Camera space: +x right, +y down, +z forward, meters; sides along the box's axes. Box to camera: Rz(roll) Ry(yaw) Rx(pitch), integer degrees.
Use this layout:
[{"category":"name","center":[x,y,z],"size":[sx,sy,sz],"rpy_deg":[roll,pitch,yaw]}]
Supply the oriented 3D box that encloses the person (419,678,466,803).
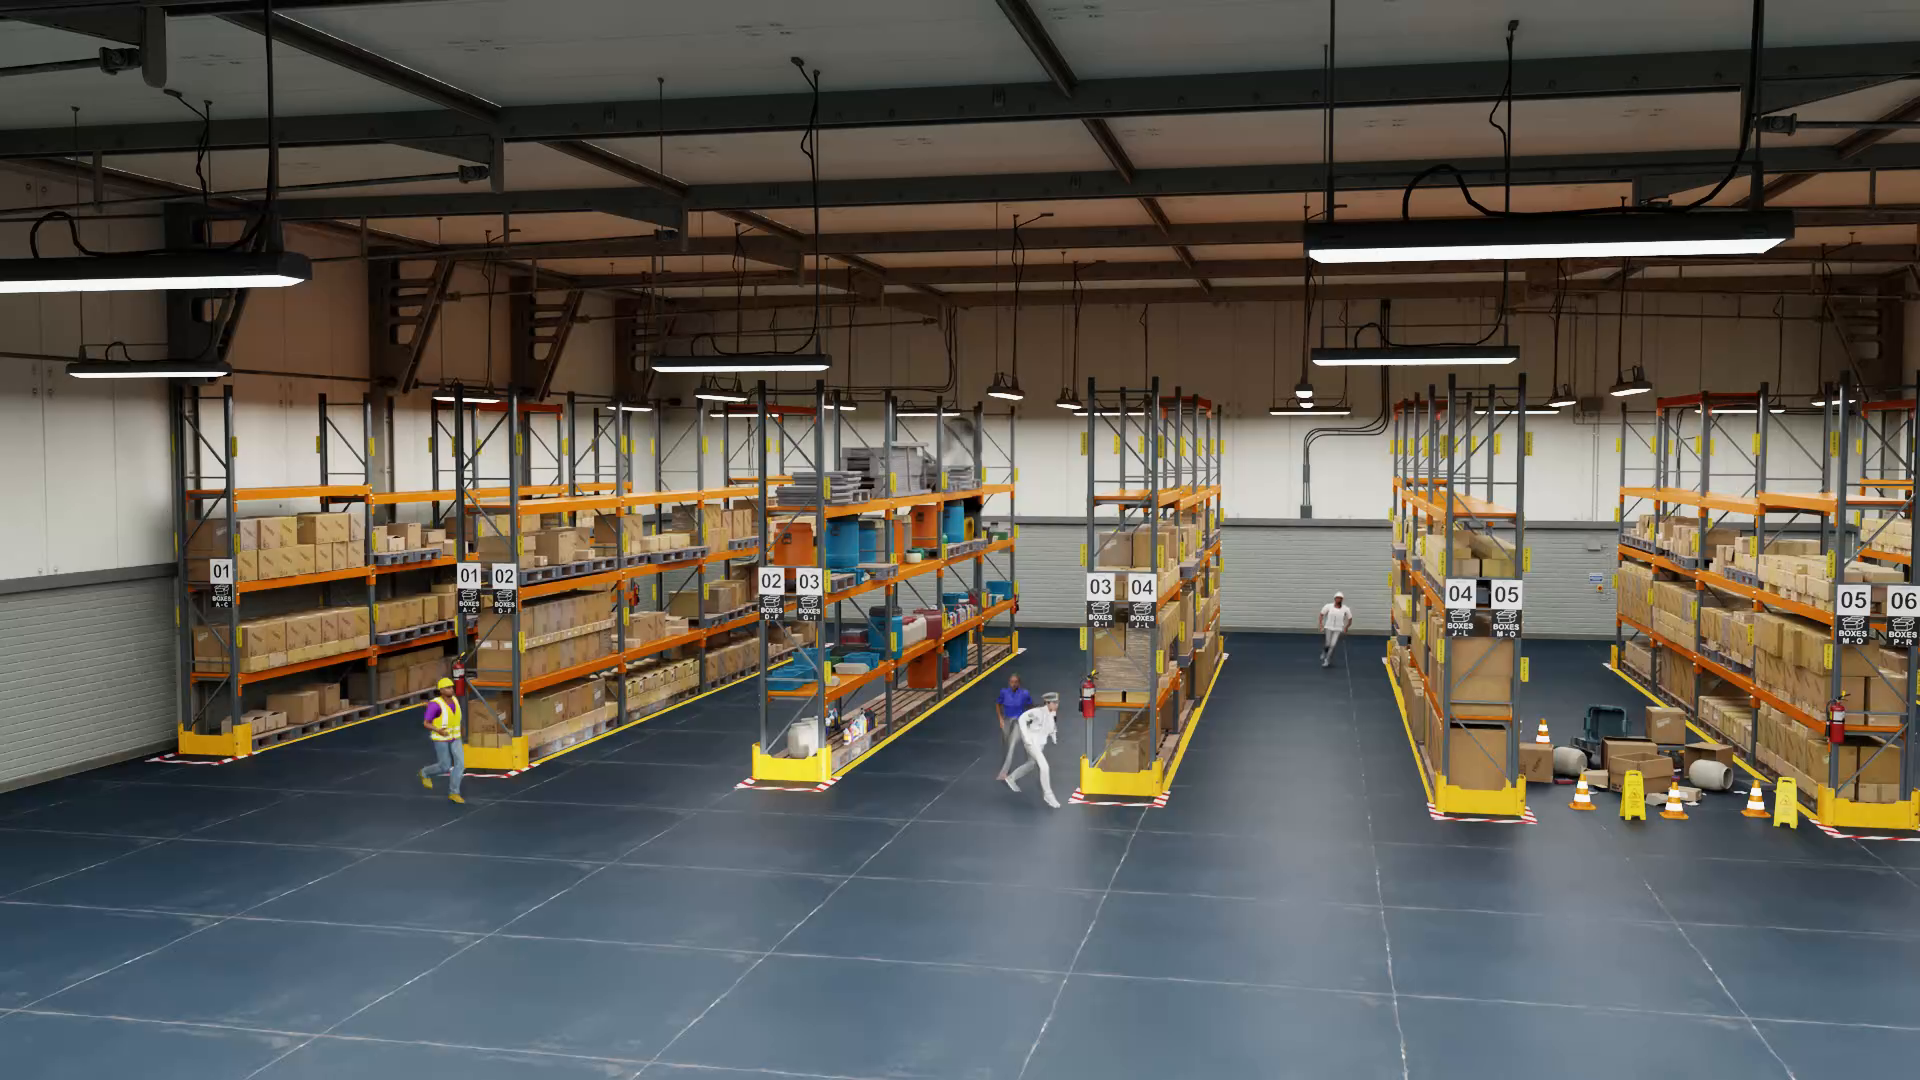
[{"category":"person","center":[-7.317,2.830,23.586],"size":[0.825,1.764,0.708],"rpy_deg":[2,4,32]}]

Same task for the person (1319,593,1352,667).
[{"category":"person","center":[8.555,2.042,37.868],"size":[0.737,1.686,0.561],"rpy_deg":[1,3,13]}]

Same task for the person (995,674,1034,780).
[{"category":"person","center":[0.837,2.810,25.292],"size":[0.586,1.610,0.730],"rpy_deg":[0,3,6]}]

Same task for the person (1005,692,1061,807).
[{"category":"person","center":[1.016,2.919,23.400],"size":[0.942,1.628,0.655],"rpy_deg":[3,4,44]}]
